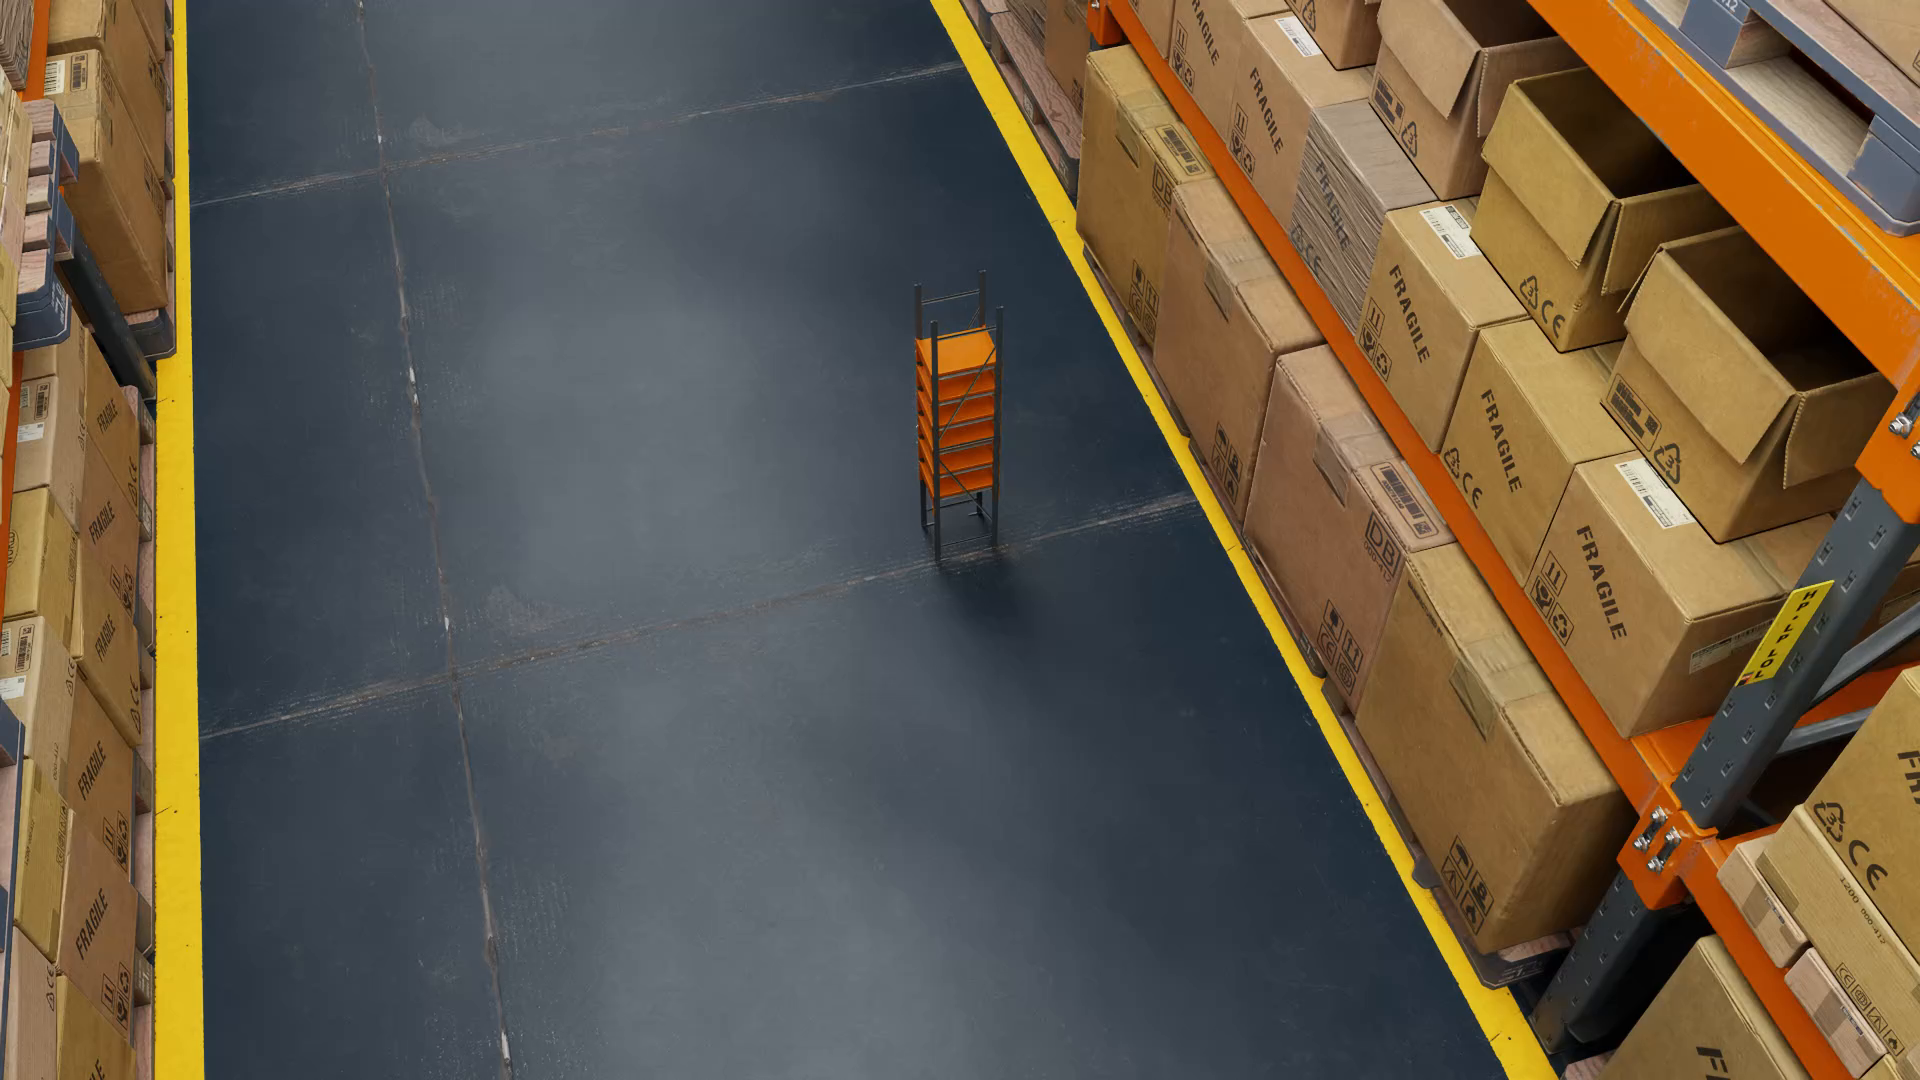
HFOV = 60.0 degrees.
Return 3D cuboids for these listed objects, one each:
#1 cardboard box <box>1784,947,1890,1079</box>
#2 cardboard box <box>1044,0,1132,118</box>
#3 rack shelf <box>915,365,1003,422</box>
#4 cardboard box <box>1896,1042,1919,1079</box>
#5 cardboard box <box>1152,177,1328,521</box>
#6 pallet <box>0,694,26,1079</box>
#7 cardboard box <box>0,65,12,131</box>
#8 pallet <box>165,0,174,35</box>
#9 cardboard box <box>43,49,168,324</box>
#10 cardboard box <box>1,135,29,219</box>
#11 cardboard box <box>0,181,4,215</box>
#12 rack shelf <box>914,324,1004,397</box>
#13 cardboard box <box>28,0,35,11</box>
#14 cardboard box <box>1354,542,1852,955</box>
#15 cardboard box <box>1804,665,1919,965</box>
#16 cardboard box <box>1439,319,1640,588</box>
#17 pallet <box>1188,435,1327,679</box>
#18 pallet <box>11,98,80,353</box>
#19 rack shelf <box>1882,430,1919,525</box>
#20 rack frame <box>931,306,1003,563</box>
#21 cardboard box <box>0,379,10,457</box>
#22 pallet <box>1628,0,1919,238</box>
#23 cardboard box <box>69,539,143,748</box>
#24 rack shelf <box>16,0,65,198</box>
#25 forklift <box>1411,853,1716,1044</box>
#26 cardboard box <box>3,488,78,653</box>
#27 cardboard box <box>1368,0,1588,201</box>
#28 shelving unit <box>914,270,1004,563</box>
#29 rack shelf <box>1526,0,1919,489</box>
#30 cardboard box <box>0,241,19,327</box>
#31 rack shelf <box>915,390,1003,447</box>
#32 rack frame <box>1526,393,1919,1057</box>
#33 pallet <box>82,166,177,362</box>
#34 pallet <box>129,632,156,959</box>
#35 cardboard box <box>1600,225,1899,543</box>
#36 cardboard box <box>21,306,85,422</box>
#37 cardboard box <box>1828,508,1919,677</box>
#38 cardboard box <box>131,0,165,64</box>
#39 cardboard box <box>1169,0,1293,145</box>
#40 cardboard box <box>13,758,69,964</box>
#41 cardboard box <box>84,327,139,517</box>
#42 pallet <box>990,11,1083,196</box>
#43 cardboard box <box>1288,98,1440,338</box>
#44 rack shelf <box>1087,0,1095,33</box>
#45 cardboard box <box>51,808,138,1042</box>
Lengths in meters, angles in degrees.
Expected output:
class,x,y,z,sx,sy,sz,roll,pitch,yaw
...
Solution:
class,x,y,z,sx,sy,sz,roll,pitch,yaw
cardboard box,2.057,0.977,3.628,0.380,0.149,0.250,-15,51,-12
cardboard box,0.809,-2.329,7.599,0.700,0.500,0.500,-16,52,-13
rack shelf,-0.004,-0.523,5.651,0.258,0.103,0.180,-13,51,-11
cardboard box,2.240,1.133,3.237,0.500,0.250,0.500,-14,51,-11
cardboard box,1.467,-0.797,6.075,1.225,0.875,0.875,-13,51,-11
pallet,-2.646,0.932,3.628,1.003,0.211,1.213,-13,51,-11
cardboard box,-3.160,-1.353,5.124,0.380,0.149,0.250,-12,51,-10
pallet,-4.624,-2.937,8.588,1.003,0.211,1.213,-13,51,-11
cardboard box,-3.836,-1.336,6.611,1.050,0.750,0.750,-14,51,-11
cardboard box,-3.085,-1.077,5.085,0.380,0.149,0.250,-13,51,-11
cardboard box,-3.000,-0.967,4.798,0.380,0.149,0.250,-12,51,-10
rack shelf,-0.004,-0.601,5.559,0.258,0.103,0.180,-13,51,-11
cardboard box,-3.769,-2.252,6.121,0.500,0.500,0.500,-14,51,-11
cardboard box,2.001,0.500,4.982,1.225,0.875,0.875,-13,51,-11
cardboard box,2.107,0.532,3.253,0.500,0.500,0.500,-13,51,-11
cardboard box,1.671,-0.262,4.443,0.500,0.500,0.500,-12,51,-10
pallet,1.545,-0.127,6.219,1.003,0.211,1.213,-13,51,-11
pallet,-3.429,-0.902,5.174,1.213,0.211,1.003,-13,51,-11
rack shelf,2.801,1.139,1.836,1.077,0.370,4.000,-13,51,-11
rack frame,0.023,-0.330,5.744,0.240,1.200,0.006,-13,51,-11
cardboard box,-2.782,-0.320,4.448,0.380,0.149,0.250,-12,51,-10
pallet,1.891,-1.150,3.421,0.805,0.209,1.217,-15,52,-12
cardboard box,-2.975,0.394,5.316,0.500,0.500,0.500,-15,52,-13
rack shelf,-4.333,-2.689,7.026,1.077,0.370,4.000,-13,51,-11
forklift,2.796,-0.255,4.548,3.031,2.935,1.130,-29,56,-23
cardboard box,-2.994,0.150,5.032,0.500,0.250,0.500,-12,51,-10
cardboard box,1.622,-1.361,4.714,0.797,0.503,0.637,-12,51,-10
shelving unit,-0.004,-0.397,5.800,0.258,1.200,0.189,-13,51,-11
rack shelf,1.618,-1.782,4.299,1.077,0.370,4.000,-13,51,-11
cardboard box,-2.938,-0.706,4.773,0.380,0.149,0.250,-14,51,-11
rack shelf,-0.004,-0.446,5.742,0.258,0.103,0.180,-13,51,-11
rack frame,2.209,0.413,3.940,1.000,3.000,0.127,-13,51,-11
pallet,-3.903,-1.155,7.085,1.003,0.211,1.213,-13,51,-11
pallet,-3.155,0.899,5.354,1.003,0.211,1.213,-13,51,-11
cardboard box,2.013,-0.407,3.910,0.797,0.503,0.637,-15,51,-12
cardboard box,-3.289,-0.592,5.657,0.500,0.250,0.500,-14,51,-12
cardboard box,2.312,-0.011,4.232,0.500,0.500,0.500,-13,51,-11
cardboard box,-4.373,-2.654,7.722,1.050,0.750,0.750,-13,51,-11
cardboard box,1.065,-1.748,5.696,0.500,0.500,0.500,-15,51,-12
cardboard box,-2.685,0.902,4.398,0.500,0.250,0.500,-12,51,-10
cardboard box,-3.297,-0.369,5.959,0.500,0.500,0.500,-14,51,-11
pallet,0.797,-2.180,7.950,1.003,0.211,1.213,-13,51,-11
cardboard box,1.366,-1.009,5.073,0.500,0.500,0.500,-13,51,-11
rack shelf,0.435,-3.737,7.909,1.077,0.370,4.000,-13,51,-11
cardboard box,-2.682,1.146,4.683,0.500,0.500,0.500,-11,51,-9
